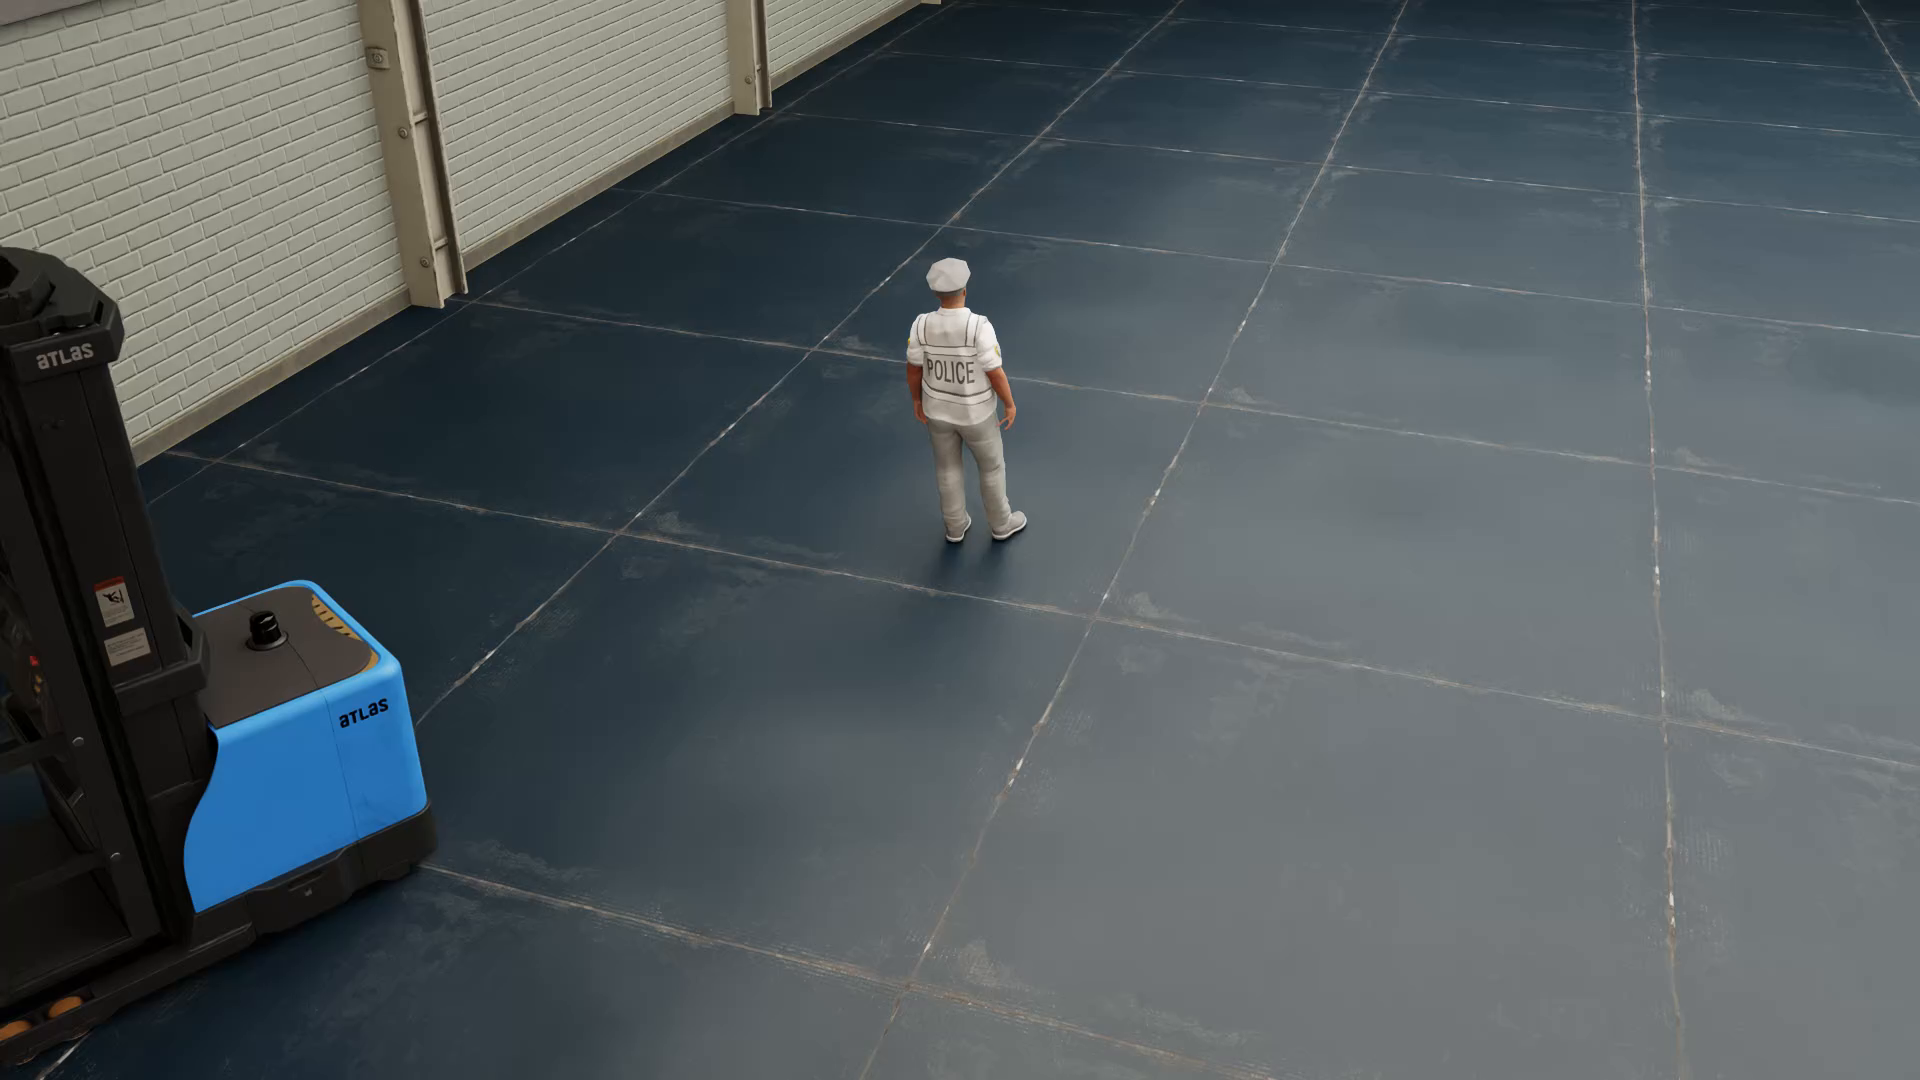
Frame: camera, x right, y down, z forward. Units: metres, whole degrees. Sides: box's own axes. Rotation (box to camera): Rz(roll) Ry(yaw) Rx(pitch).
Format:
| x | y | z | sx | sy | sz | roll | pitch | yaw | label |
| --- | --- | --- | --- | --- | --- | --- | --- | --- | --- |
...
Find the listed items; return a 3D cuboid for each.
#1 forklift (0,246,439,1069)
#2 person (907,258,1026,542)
| x | y | z | sx | sy | sz | roll | pitch | yaw | label |
| --- | --- | --- | --- | --- | --- | --- | --- | --- | --- |
| -3.797 | 0.483 | 6.290 | 3.031 | 2.935 | 1.130 | -24 | 37 | -35 | forklift |
| 0.036 | -0.812 | 9.714 | 0.641 | 1.772 | 0.574 | 10 | 31 | 16 | person |
